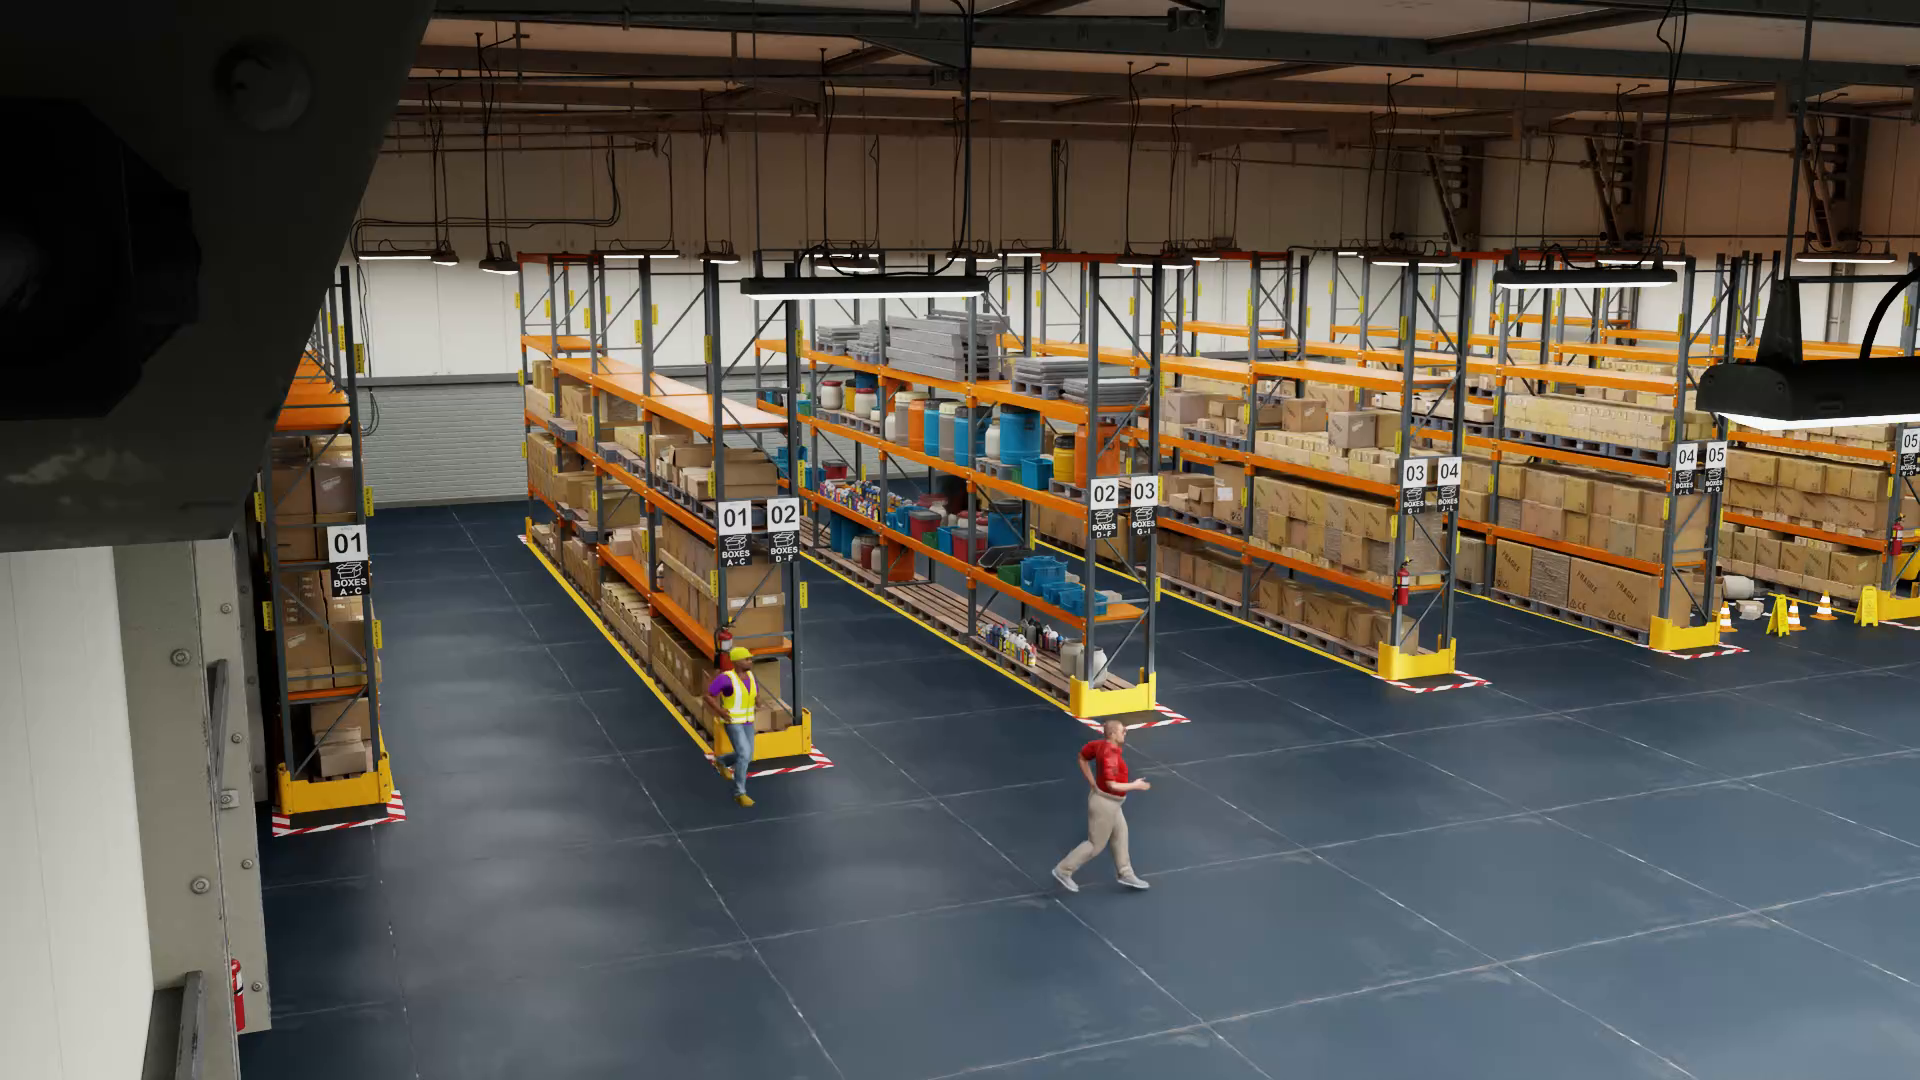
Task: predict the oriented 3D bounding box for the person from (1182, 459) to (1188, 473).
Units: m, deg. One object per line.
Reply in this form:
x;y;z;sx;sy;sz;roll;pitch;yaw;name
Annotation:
5.778;-2.198;42.493;0.735;1.687;0.588;-8;13;-36;person

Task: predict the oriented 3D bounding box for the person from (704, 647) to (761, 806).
-2.530;2.075;19.030;0.856;1.729;0.731;7;12;34;person

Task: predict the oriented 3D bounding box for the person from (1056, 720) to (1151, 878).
1.384;2.529;16.075;0.891;1.614;0.629;0;10;-2;person
